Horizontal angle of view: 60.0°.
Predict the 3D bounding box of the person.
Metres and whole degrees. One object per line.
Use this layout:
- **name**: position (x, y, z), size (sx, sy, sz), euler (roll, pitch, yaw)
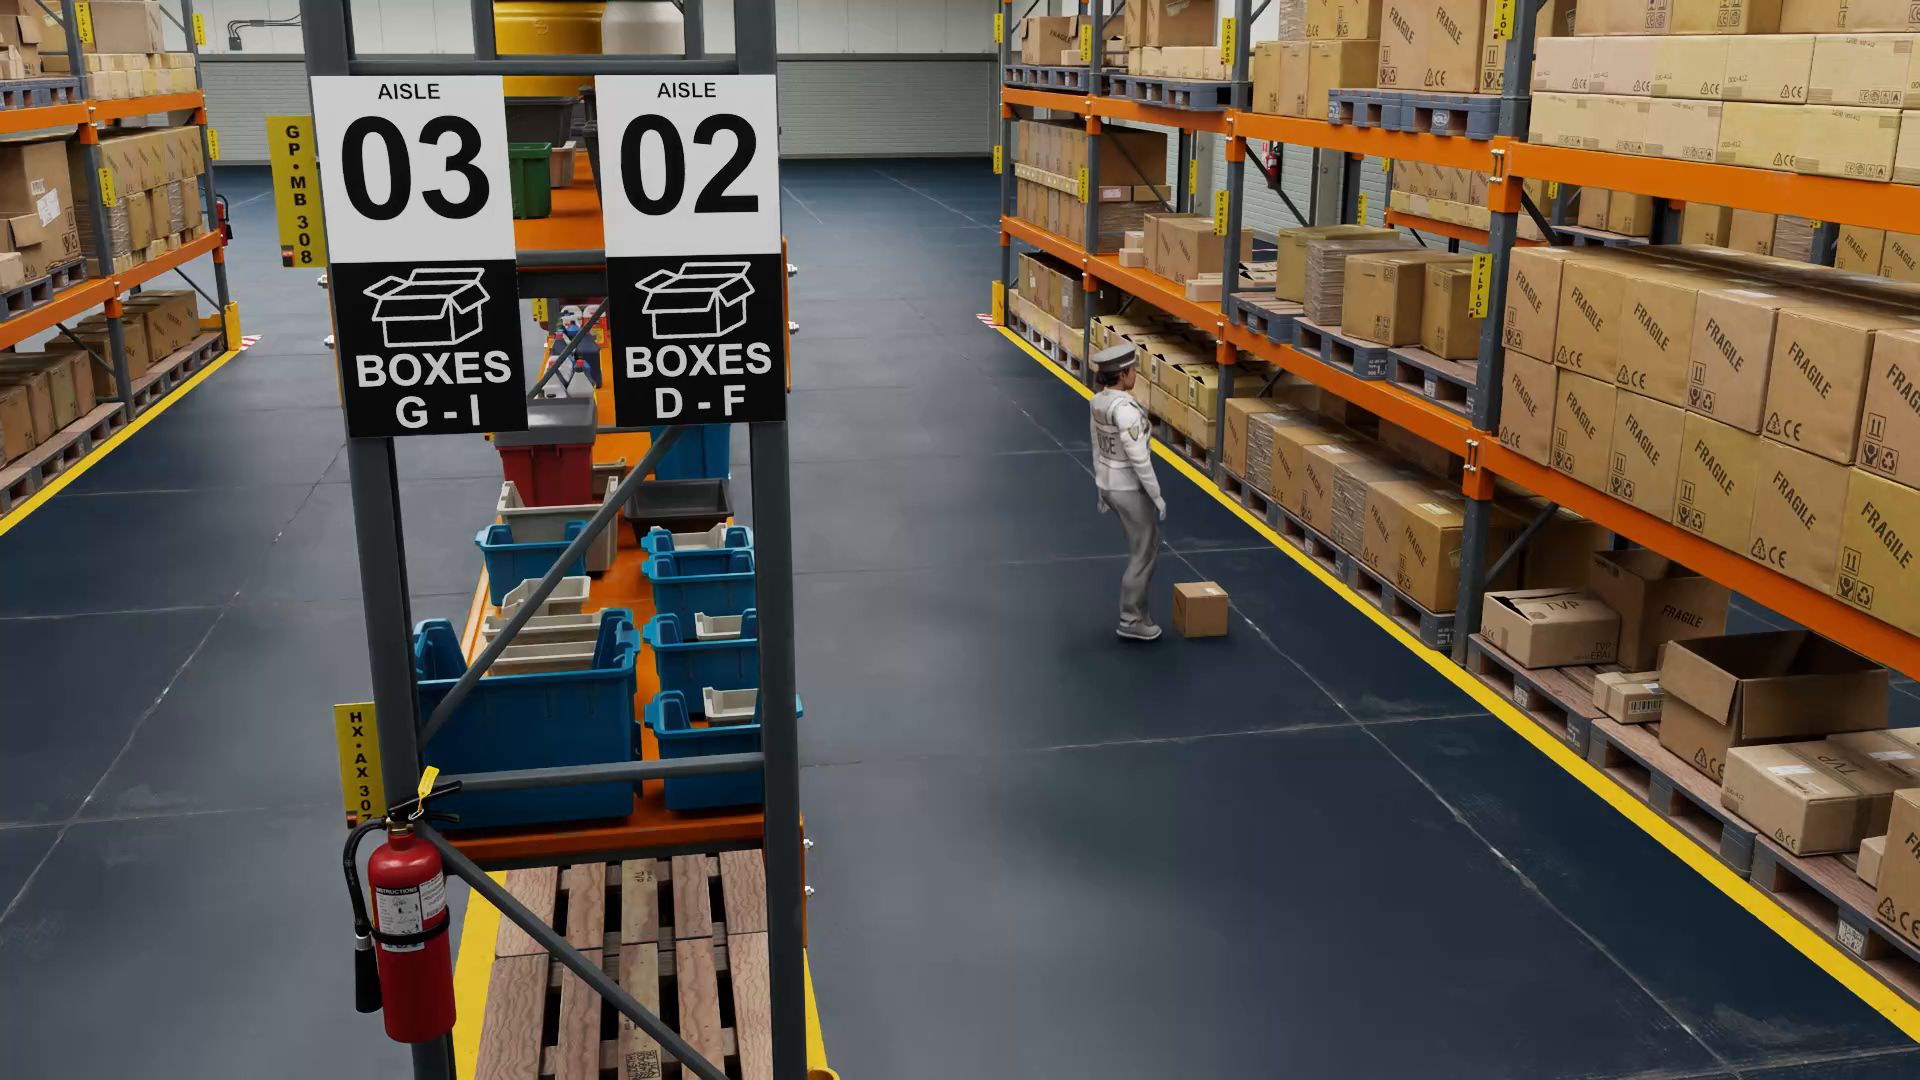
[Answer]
- **person**: position (0.961, -0.241, 9.377), size (0.472, 1.747, 0.528), euler (-5, 17, -15)
